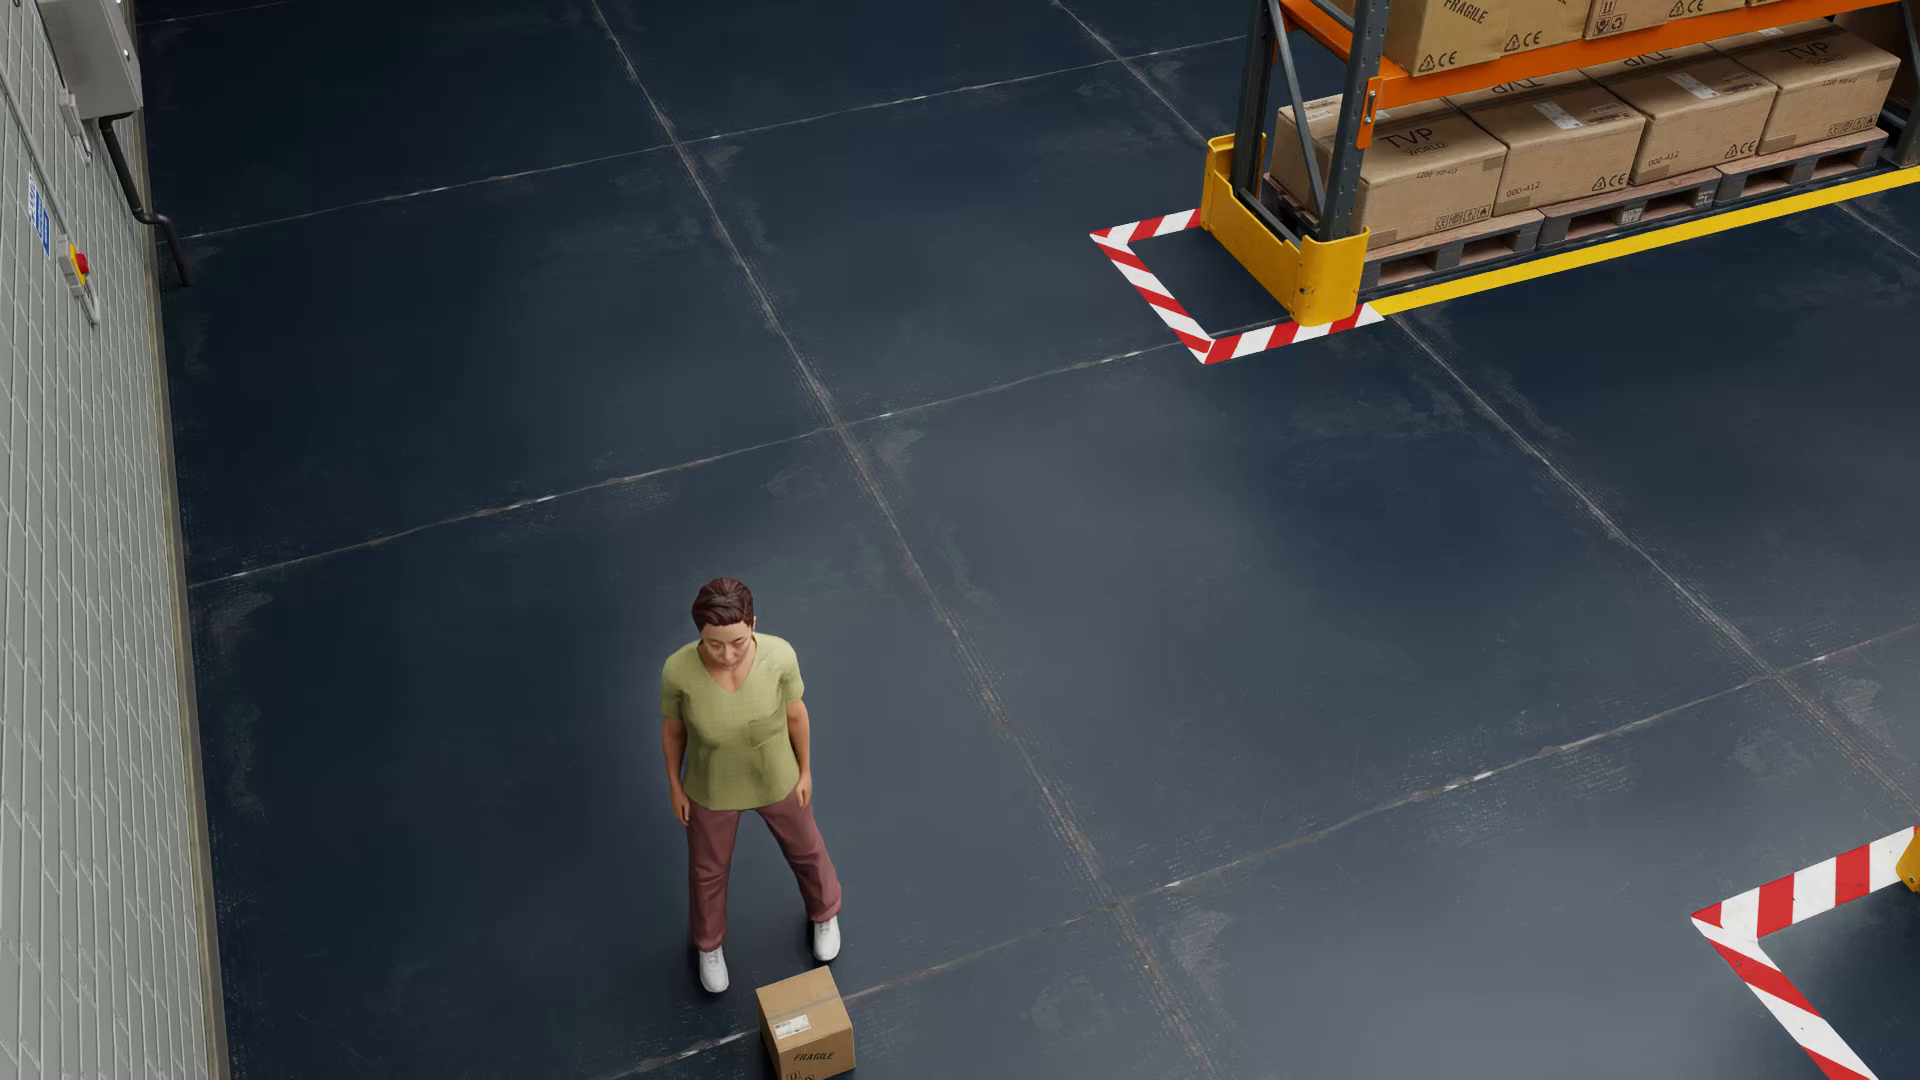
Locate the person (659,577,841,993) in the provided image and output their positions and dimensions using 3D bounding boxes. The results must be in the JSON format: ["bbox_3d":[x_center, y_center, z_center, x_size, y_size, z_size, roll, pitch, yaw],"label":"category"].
[{"bbox_3d":[-0.670,0.778,5.288,0.540,1.676,0.402,-8,42,-8],"label":"person"}]
